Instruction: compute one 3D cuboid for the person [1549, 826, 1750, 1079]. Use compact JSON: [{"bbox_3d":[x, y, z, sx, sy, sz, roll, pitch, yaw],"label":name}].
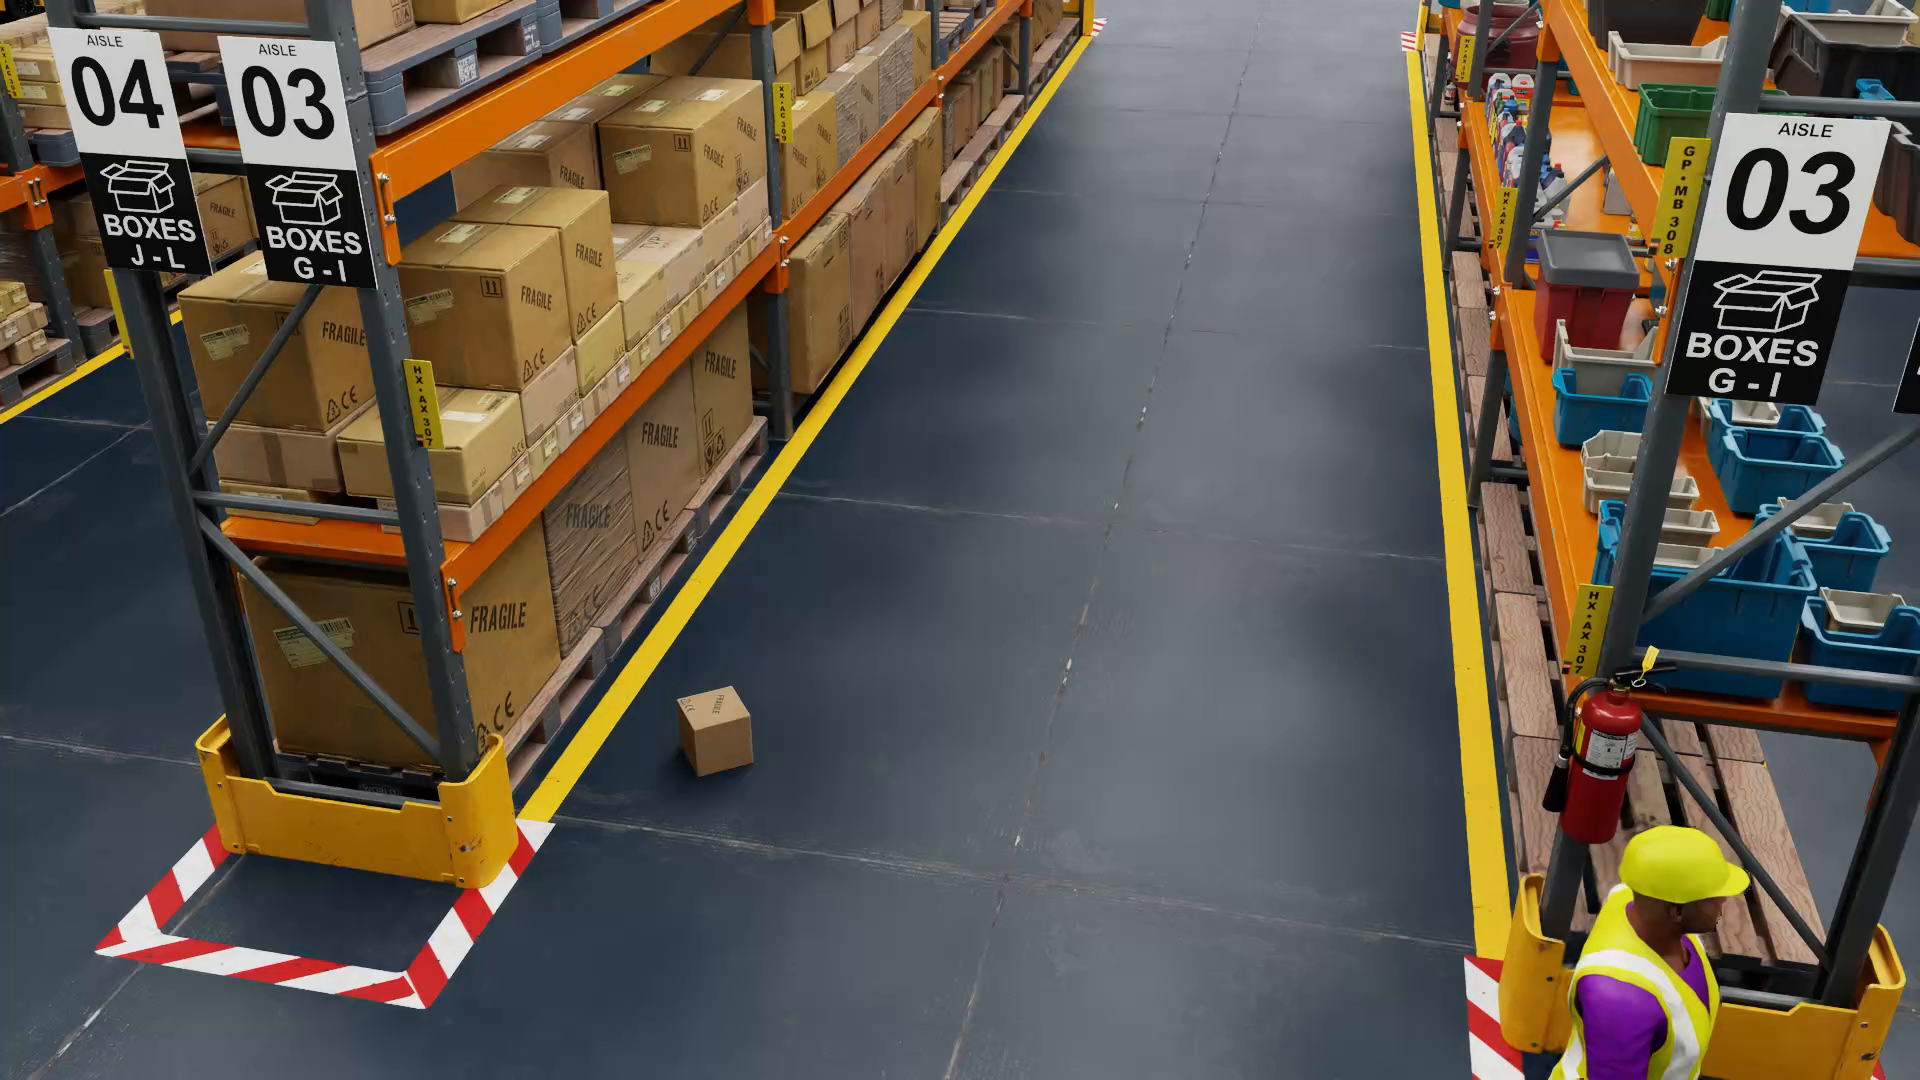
[{"bbox_3d":[1.762,1.540,4.307,0.739,1.815,0.621,20,35,32],"label":"person"}]
